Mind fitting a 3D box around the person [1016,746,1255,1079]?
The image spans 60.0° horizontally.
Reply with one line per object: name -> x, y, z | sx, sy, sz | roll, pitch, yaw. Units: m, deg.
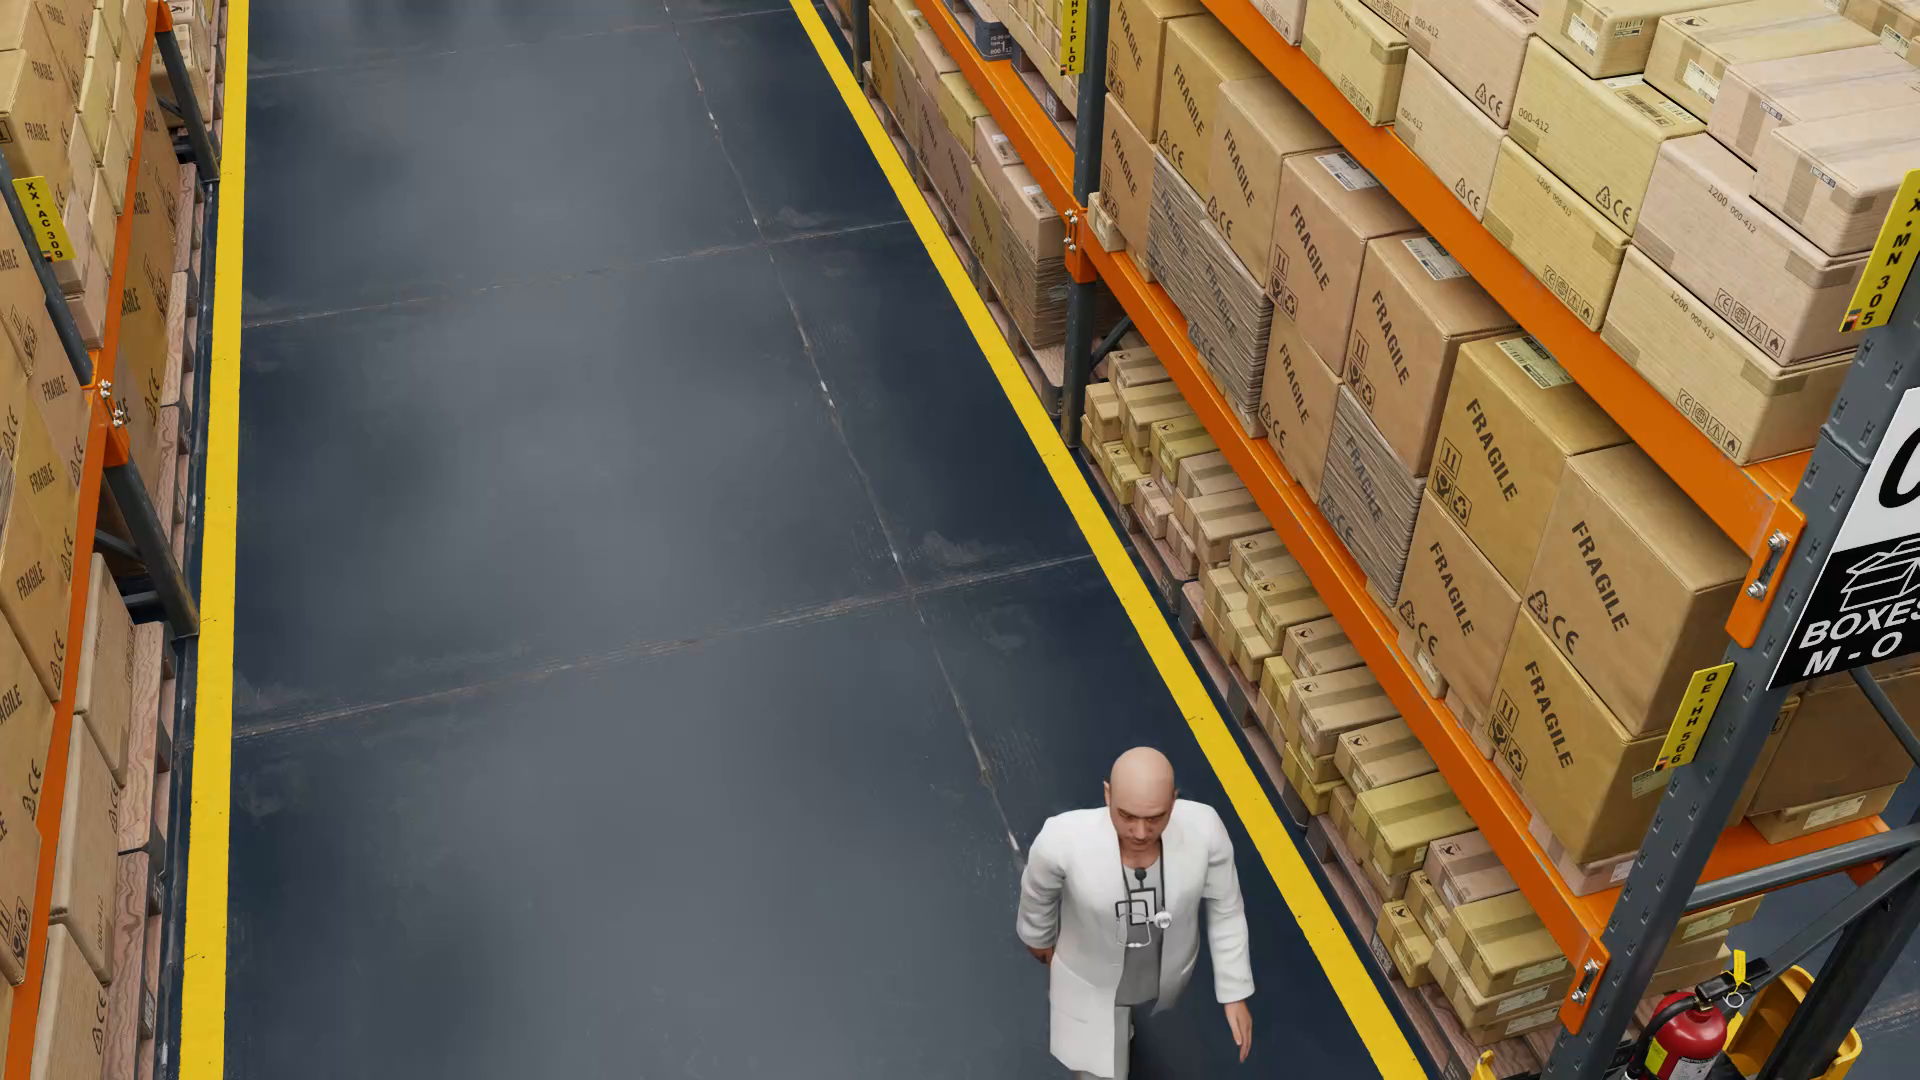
person -> 0.500, 1.229, 4.783 | 0.602, 1.726, 1.129 | -8, 42, -9
